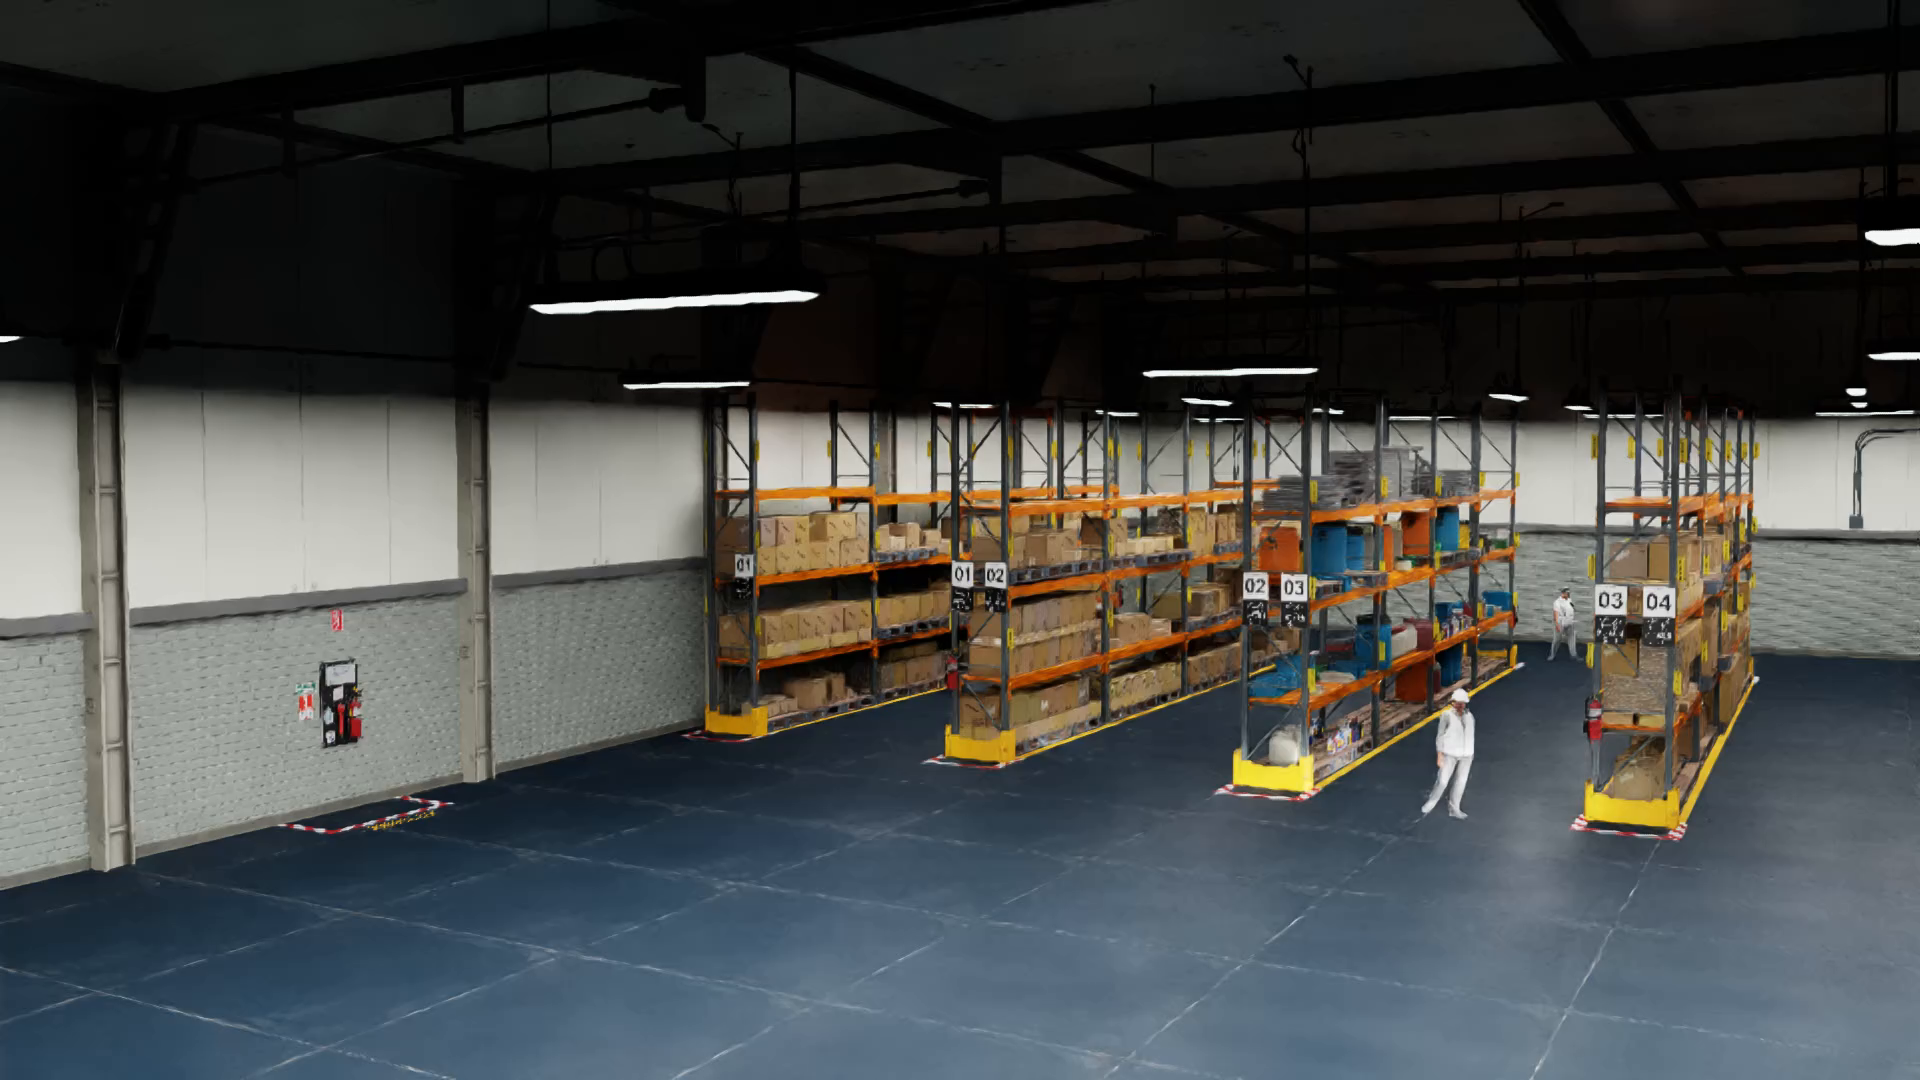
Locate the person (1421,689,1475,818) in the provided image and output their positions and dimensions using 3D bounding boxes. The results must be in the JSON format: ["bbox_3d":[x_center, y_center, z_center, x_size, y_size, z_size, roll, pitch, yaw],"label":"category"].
[{"bbox_3d":[6.665,2.861,22.626,0.693,1.702,0.514,-1,3,-12],"label":"person"}]

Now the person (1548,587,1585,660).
[{"bbox_3d":[14.398,1.984,39.548,0.761,1.743,0.588,-1,3,-21],"label":"person"}]

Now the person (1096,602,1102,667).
[{"bbox_3d":[3.033,2.196,36.137,0.577,1.687,1.121,2,4,31],"label":"person"}]
